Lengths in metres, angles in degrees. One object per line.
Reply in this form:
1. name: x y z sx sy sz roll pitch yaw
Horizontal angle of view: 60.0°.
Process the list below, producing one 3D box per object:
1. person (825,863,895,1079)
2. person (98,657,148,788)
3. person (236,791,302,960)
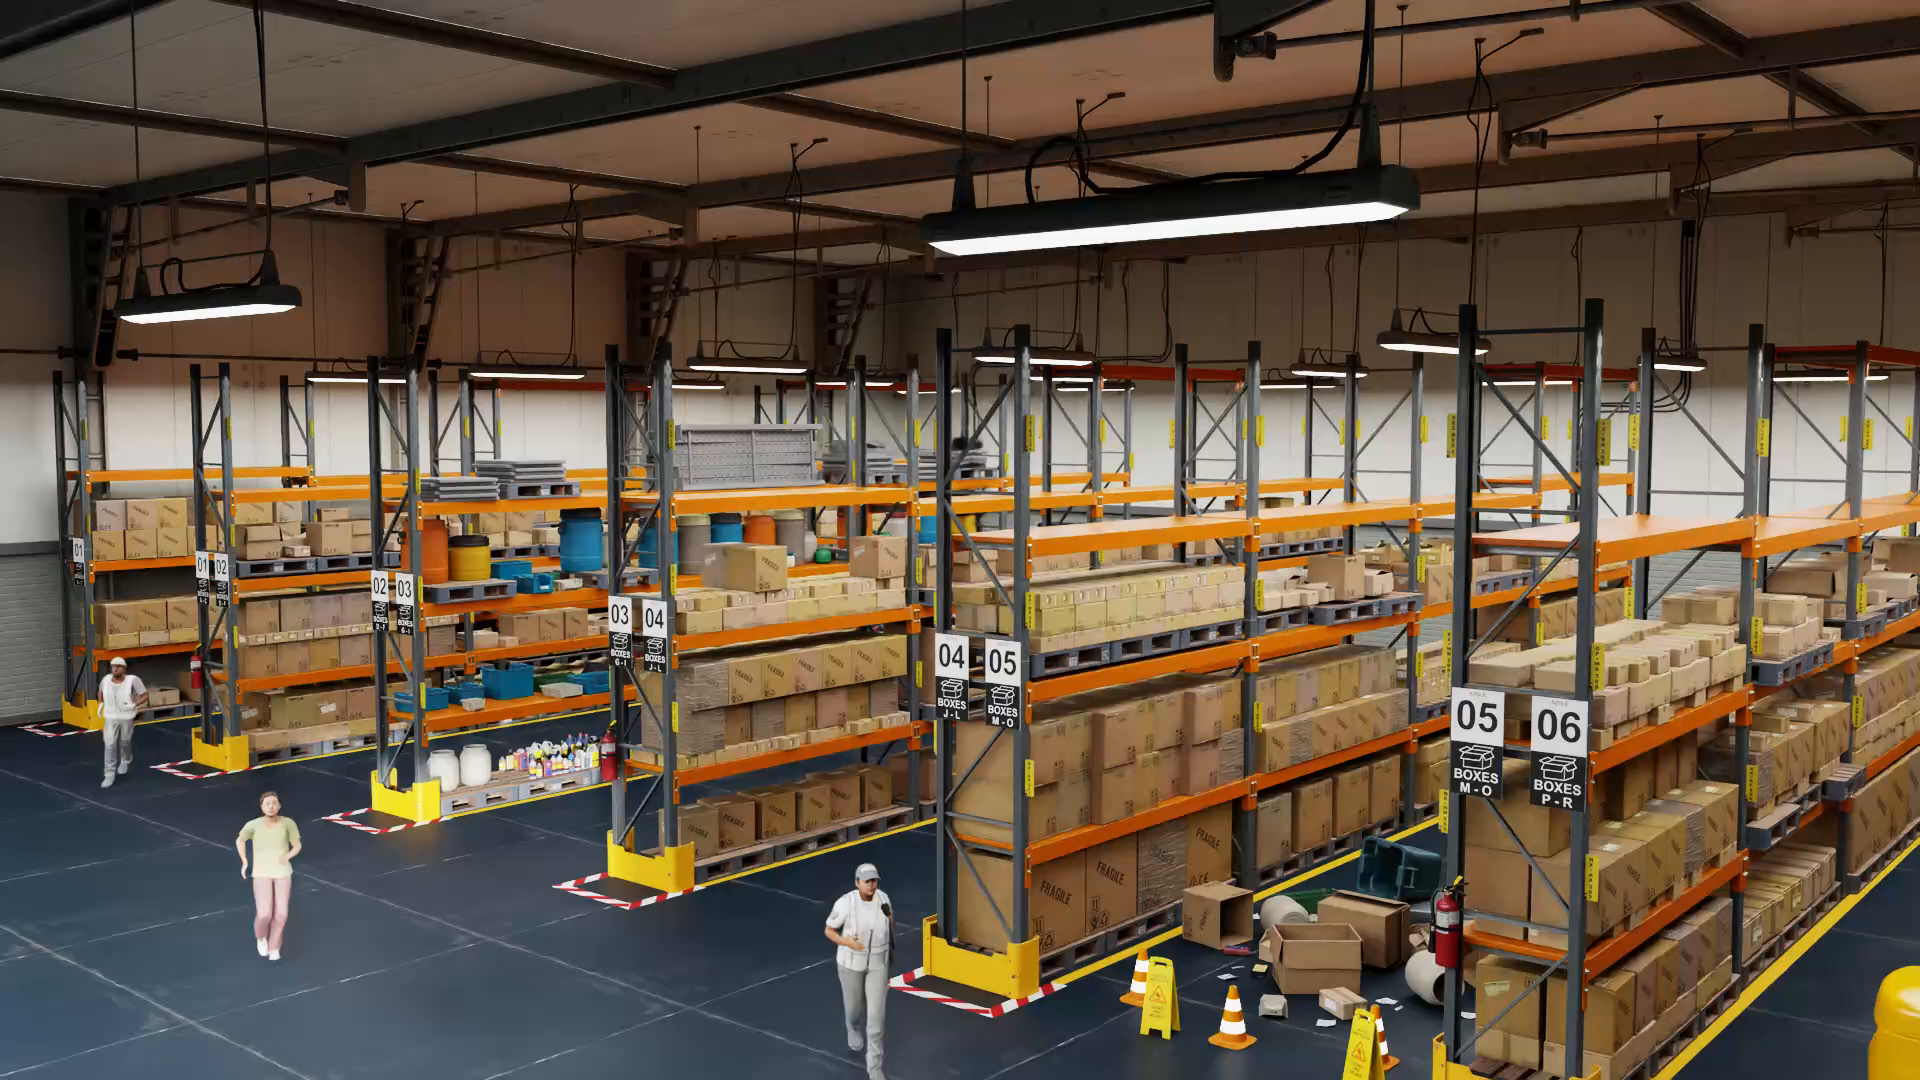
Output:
1. person: -0.784 3.387 13.206 0.592 1.688 0.866 -1 4 -14
2. person: -11.957 2.554 23.771 0.685 1.806 0.874 -1 4 -15
3. person: -6.539 3.207 15.791 0.563 1.622 0.570 -2 5 -28
